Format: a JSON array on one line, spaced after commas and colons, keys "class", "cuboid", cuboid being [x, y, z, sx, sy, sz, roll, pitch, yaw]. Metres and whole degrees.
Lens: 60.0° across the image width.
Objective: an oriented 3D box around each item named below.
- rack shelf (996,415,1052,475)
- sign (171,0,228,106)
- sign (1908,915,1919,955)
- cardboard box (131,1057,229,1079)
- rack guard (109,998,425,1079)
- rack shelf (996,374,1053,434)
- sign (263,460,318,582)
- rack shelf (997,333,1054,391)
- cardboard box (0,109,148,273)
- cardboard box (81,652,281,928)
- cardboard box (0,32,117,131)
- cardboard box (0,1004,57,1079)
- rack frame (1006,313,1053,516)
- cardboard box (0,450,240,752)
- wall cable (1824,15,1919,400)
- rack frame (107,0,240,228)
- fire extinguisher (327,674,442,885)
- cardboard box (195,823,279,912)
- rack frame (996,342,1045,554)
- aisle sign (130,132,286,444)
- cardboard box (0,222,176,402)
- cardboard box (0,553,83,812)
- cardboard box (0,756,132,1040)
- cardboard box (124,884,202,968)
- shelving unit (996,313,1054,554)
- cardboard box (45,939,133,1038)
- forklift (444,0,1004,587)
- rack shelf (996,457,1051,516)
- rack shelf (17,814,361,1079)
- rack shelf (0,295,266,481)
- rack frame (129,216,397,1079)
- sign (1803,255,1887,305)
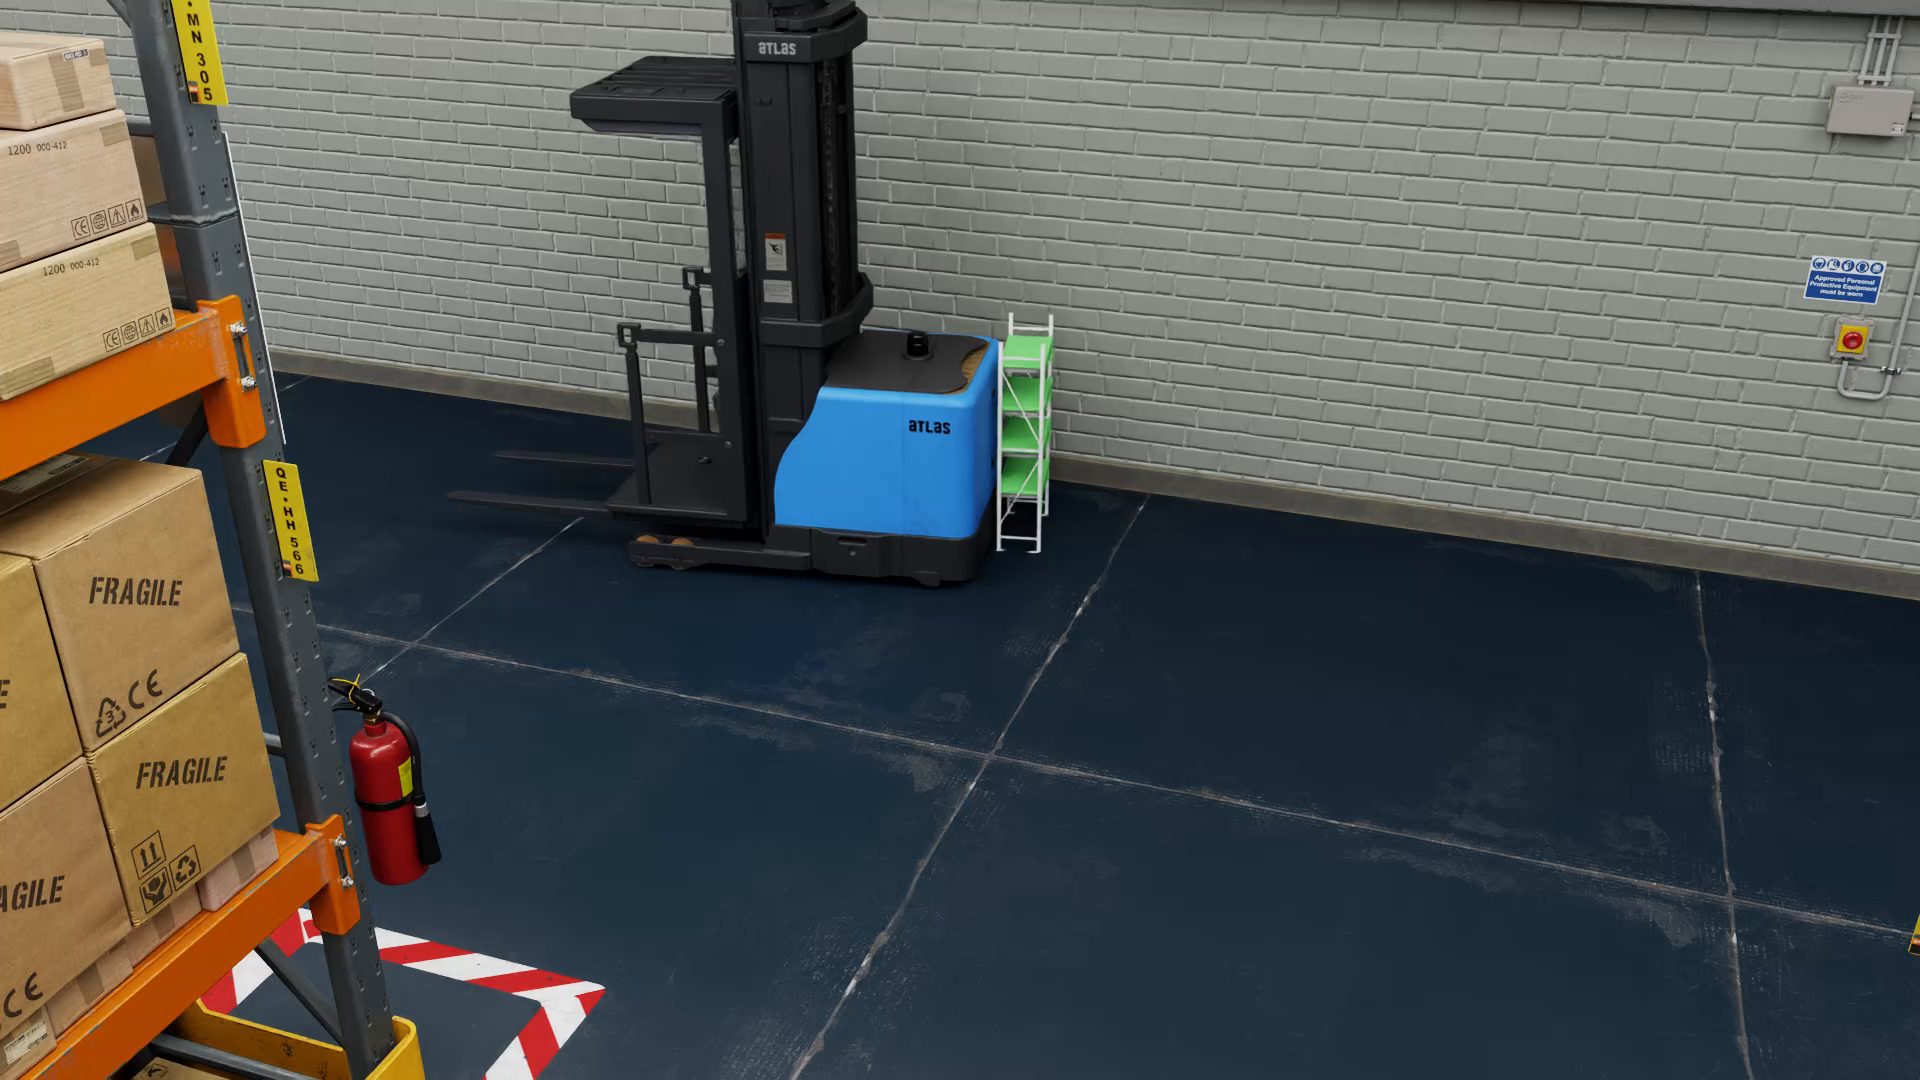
[{"class": "rack shelf", "cuboid": [0.353, -0.524, 9.102, 0.258, 0.148, 0.480, 3, 26, 7]}, {"class": "sign", "cuboid": [-1.694, -1.131, 3.686, 0.100, 0.325, 0.005, 9, 27, 17]}, {"class": "sign", "cuboid": [1.969, 0.697, 3.285, 0.100, 0.325, 0.005, 9, 27, 17]}, {"class": "cardboard box", "cuboid": [-2.148, 1.609, 4.591, 0.380, 0.149, 0.250, 9, 27, 18]}, {"class": "rack guard", "cuboid": [-2.236, 1.685, 5.196, 1.175, 0.500, 0.348, 9, 27, 17]}, {"class": "rack shelf", "cuboid": [0.353, -0.740, 8.998, 0.258, 0.148, 0.480, 3, 26, 7]}, {"class": "sign", "cuboid": [-1.694, -0.046, 4.212, 0.100, 0.325, 0.005, 9, 27, 17]}, {"class": "rack shelf", "cuboid": [0.353, -0.956, 8.893, 0.258, 0.148, 0.480, 3, 26, 7]}, {"class": "cardboard box", "cuboid": [-2.124, -0.753, 3.519, 0.500, 0.250, 0.500, 8, 27, 16]}, {"class": "cardboard box", "cuboid": [-2.118, 0.572, 4.171, 0.500, 0.500, 0.500, 9, 27, 18]}, {"class": "cardboard box", "cuboid": [-2.045, -0.979, 3.529, 0.380, 0.149, 0.250, 9, 27, 17]}, {"class": "cardboard box", "cuboid": [-2.303, 1.127, 3.769, 0.380, 0.149, 0.250, 9, 27, 19]}, {"class": "rack frame", "cuboid": [0.386, -0.687, 9.292, 0.240, 1.200, 0.015, 3, 26, 7]}, {"class": "cardboard box", "cuboid": [-2.129, 0.124, 3.949, 0.500, 0.500, 0.500, 8, 27, 16]}, {"class": "wall cable", "cuboid": [4.345, -1.587, 7.884, 0.585, 1.953, 0.123, 9, 27, 17]}, {"class": "rack frame", "cuboid": [-2.211, -2.172, 3.409, 1.000, 3.000, 0.127, 9, 27, 17]}, {"class": "fire extinguisher", "cuboid": [-1.692, 0.695, 4.890, 0.296, 0.674, 0.183, 9, 27, 17]}, {"class": "cardboard box", "cuboid": [-2.053, 0.817, 4.410, 0.380, 0.149, 0.250, 9, 27, 18]}, {"class": "rack frame", "cuboid": [0.320, -0.476, 8.857, 0.240, 1.200, 0.015, 3, 26, 7]}, {"class": "aisle sign", "cuboid": [-1.904, -0.628, 4.122, 0.394, 0.787, 0.004, 9, 27, 17]}, {"class": "cardboard box", "cuboid": [-2.113, -0.529, 3.630, 0.500, 0.250, 0.500, 8, 27, 16]}, {"class": "cardboard box", "cuboid": [-2.297, 0.332, 3.519, 0.500, 0.500, 0.500, 8, 27, 16]}, {"class": "cardboard box", "cuboid": [-2.294, 0.783, 3.736, 0.500, 0.500, 0.500, 8, 27, 17]}, {"class": "cardboard box", "cuboid": [-2.171, 0.913, 4.210, 0.380, 0.149, 0.250, 9, 27, 17]}, {"class": "shelving unit", "cuboid": [0.353, -0.582, 9.074, 0.258, 1.200, 0.503, 3, 26, 7]}, {"class": "cardboard box", "cuboid": [-2.240, 1.019, 3.992, 0.380, 0.149, 0.250, 8, 27, 17]}, {"class": "forklift", "cuboid": [-1.318, -1.378, 8.733, 3.031, 2.935, 1.130, 5, 26, 10]}, {"class": "rack shelf", "cuboid": [0.353, -0.308, 9.207, 0.258, 0.148, 0.480, 3, 26, 7]}, {"class": "rack shelf", "cuboid": [-2.877, 1.674, 3.175, 1.077, 0.370, 4.000, 9, 27, 17]}, {"class": "rack shelf", "cuboid": [-2.877, 0.324, 2.522, 1.077, 0.370, 4.000, 9, 27, 17]}, {"class": "rack frame", "cuboid": [-2.211, 0.529, 4.716, 1.000, 3.000, 0.127, 9, 27, 17]}, {"class": "sign", "cuboid": [4.320, -1.269, 8.120, 0.327, 0.218, 0.001, 9, 27, 17]}]
